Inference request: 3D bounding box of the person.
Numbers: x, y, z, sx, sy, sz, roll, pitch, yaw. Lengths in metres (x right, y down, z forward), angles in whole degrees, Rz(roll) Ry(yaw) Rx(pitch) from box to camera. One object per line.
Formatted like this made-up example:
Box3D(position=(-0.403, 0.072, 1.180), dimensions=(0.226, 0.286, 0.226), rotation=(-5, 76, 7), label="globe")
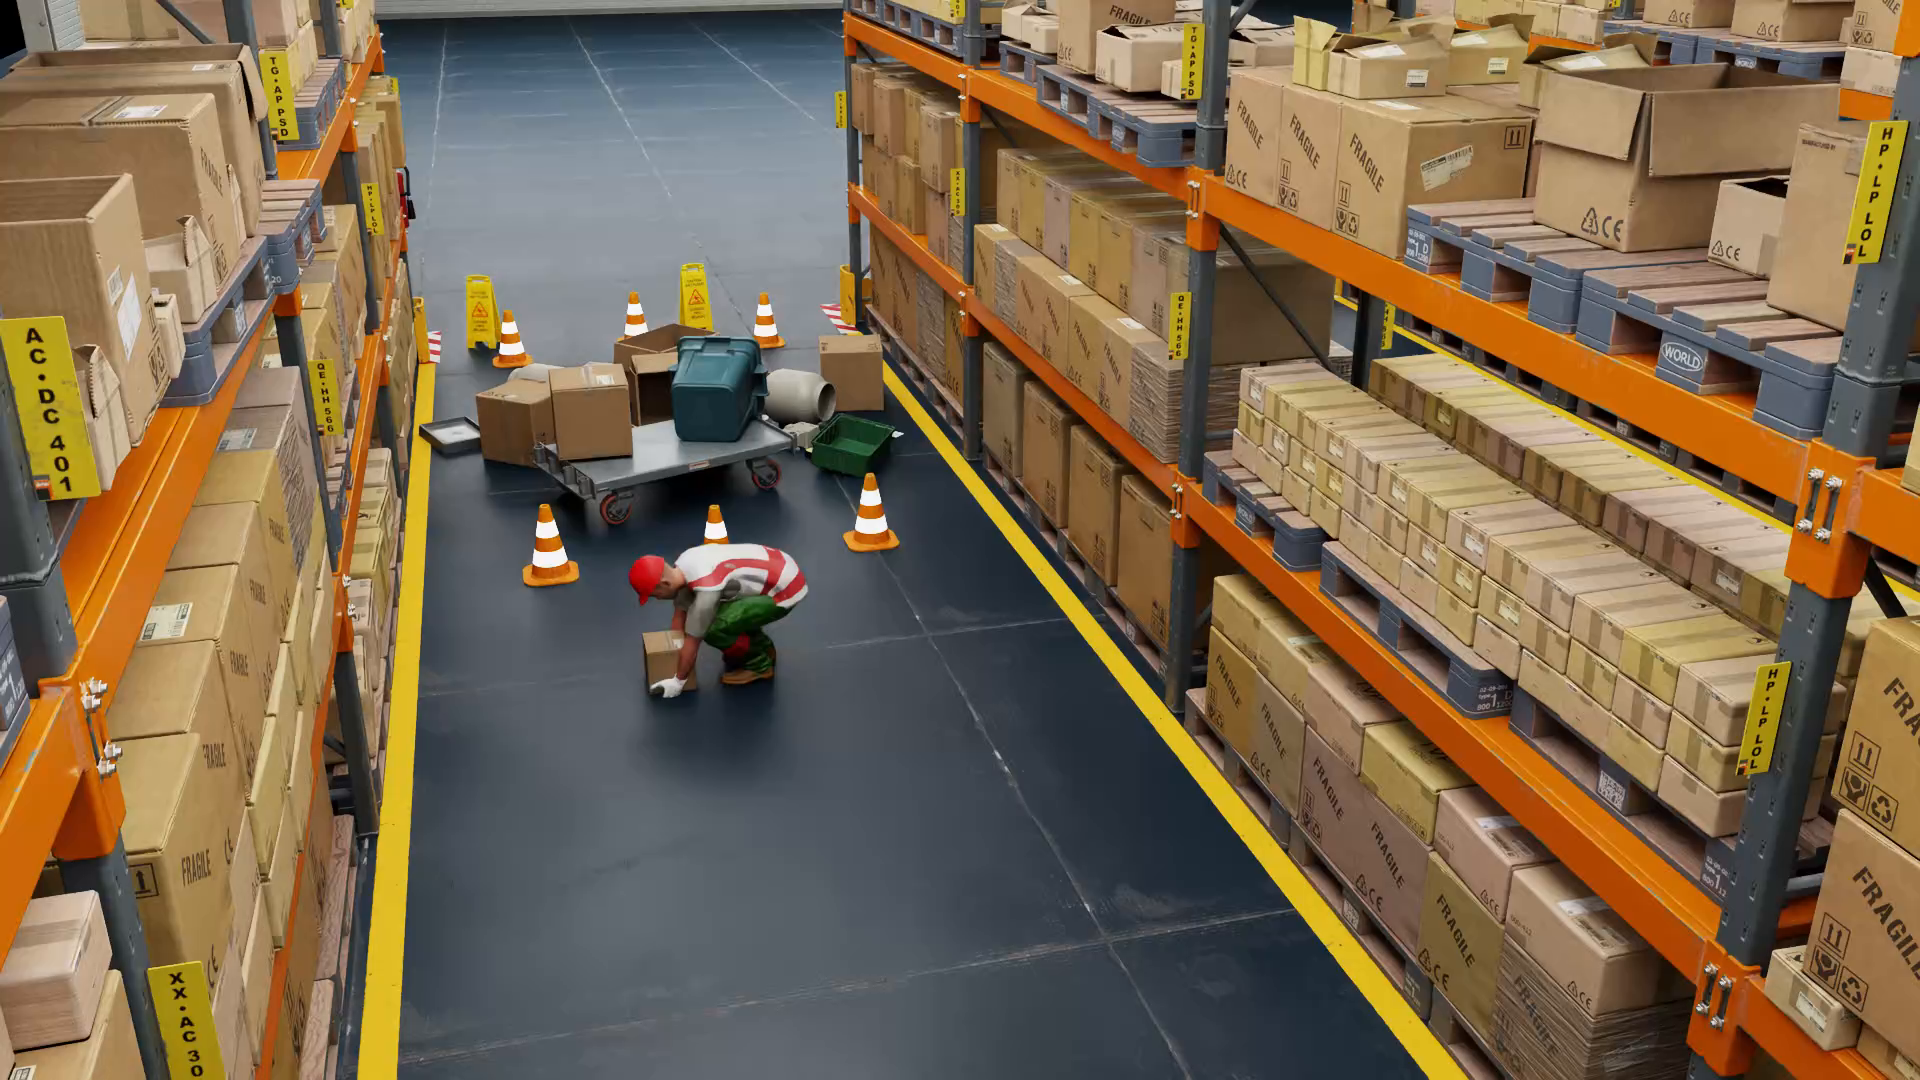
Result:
Box3D(position=(-1.290, 0.405, 8.968), dimensions=(0.946, 0.813, 0.534), rotation=(-7, 24, -16), label="person")
